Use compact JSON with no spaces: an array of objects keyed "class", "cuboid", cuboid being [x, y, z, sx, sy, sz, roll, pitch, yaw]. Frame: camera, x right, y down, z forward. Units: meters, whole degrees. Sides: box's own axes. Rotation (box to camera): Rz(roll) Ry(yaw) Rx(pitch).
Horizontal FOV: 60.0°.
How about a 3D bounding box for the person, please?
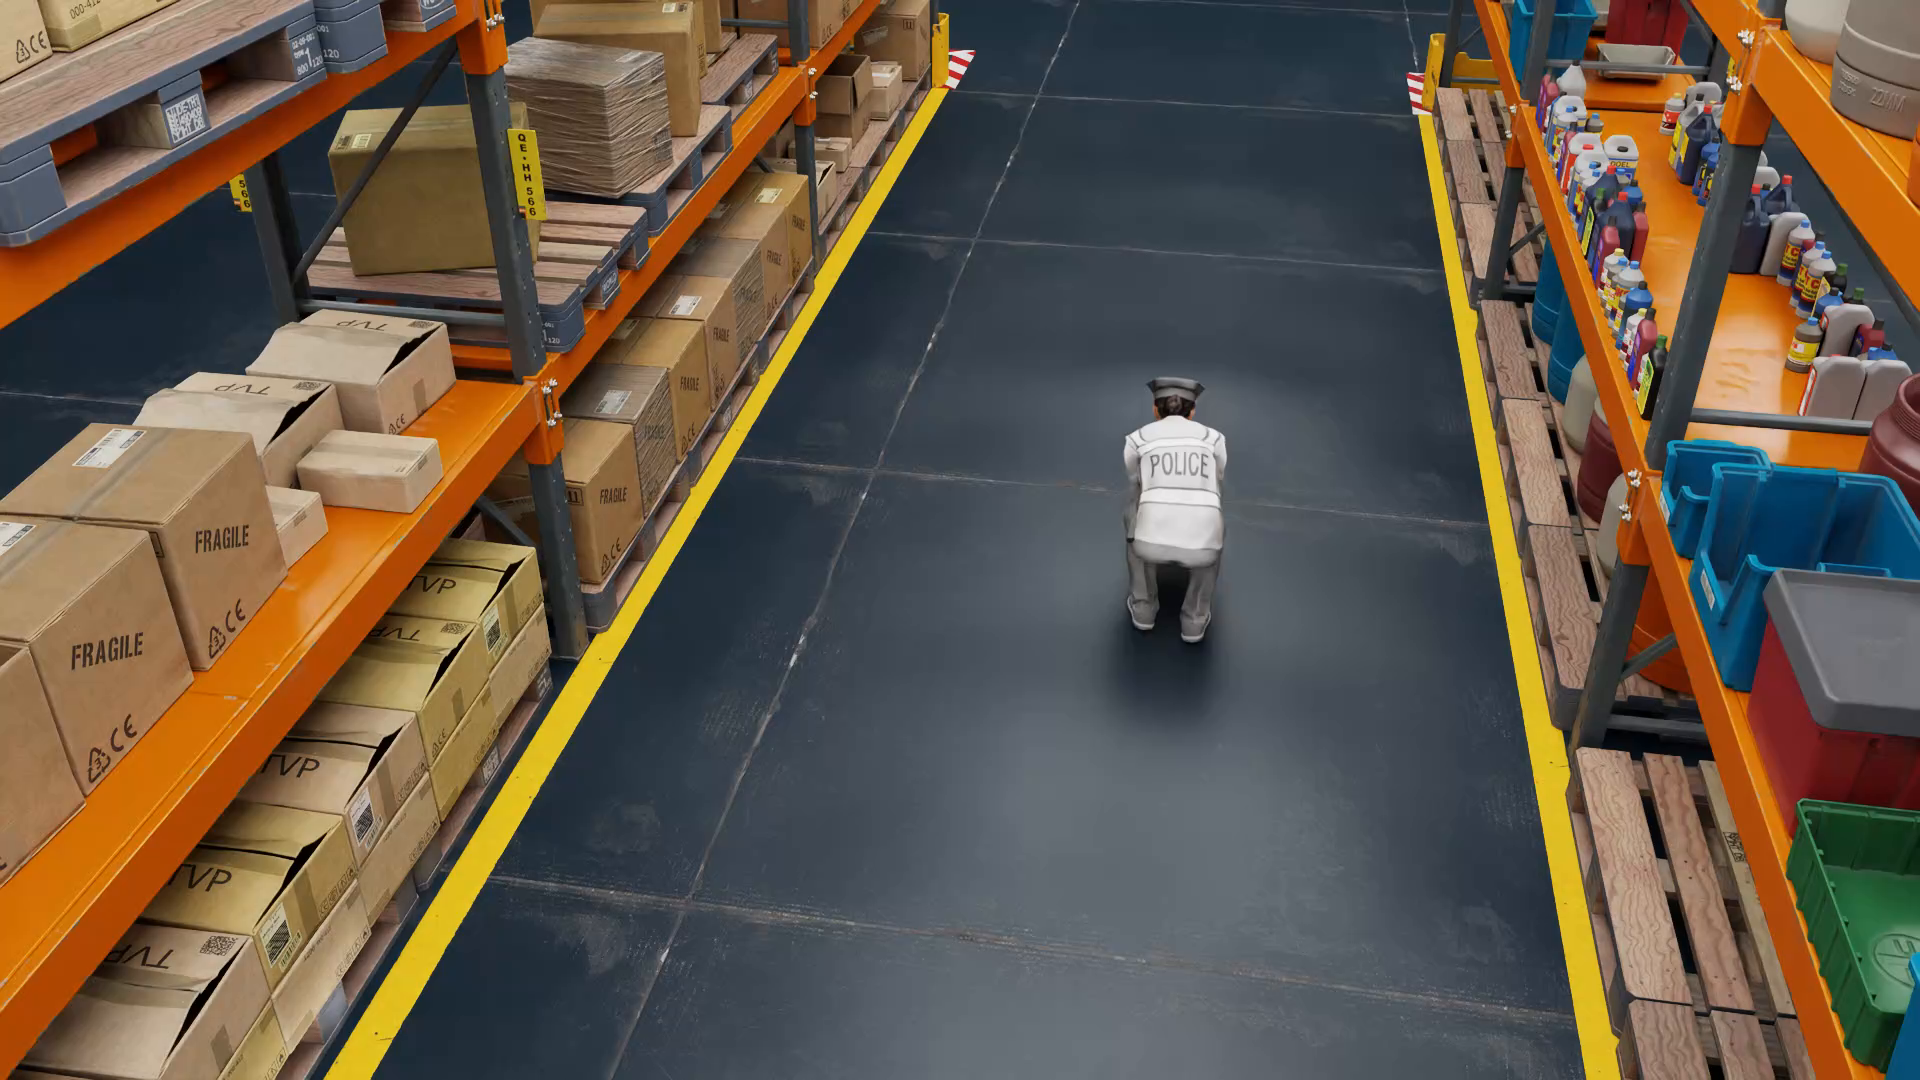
[{"class":"person","cuboid":[0.900,-0.127,6.981,0.457,0.980,0.868,4,33,7]}]
